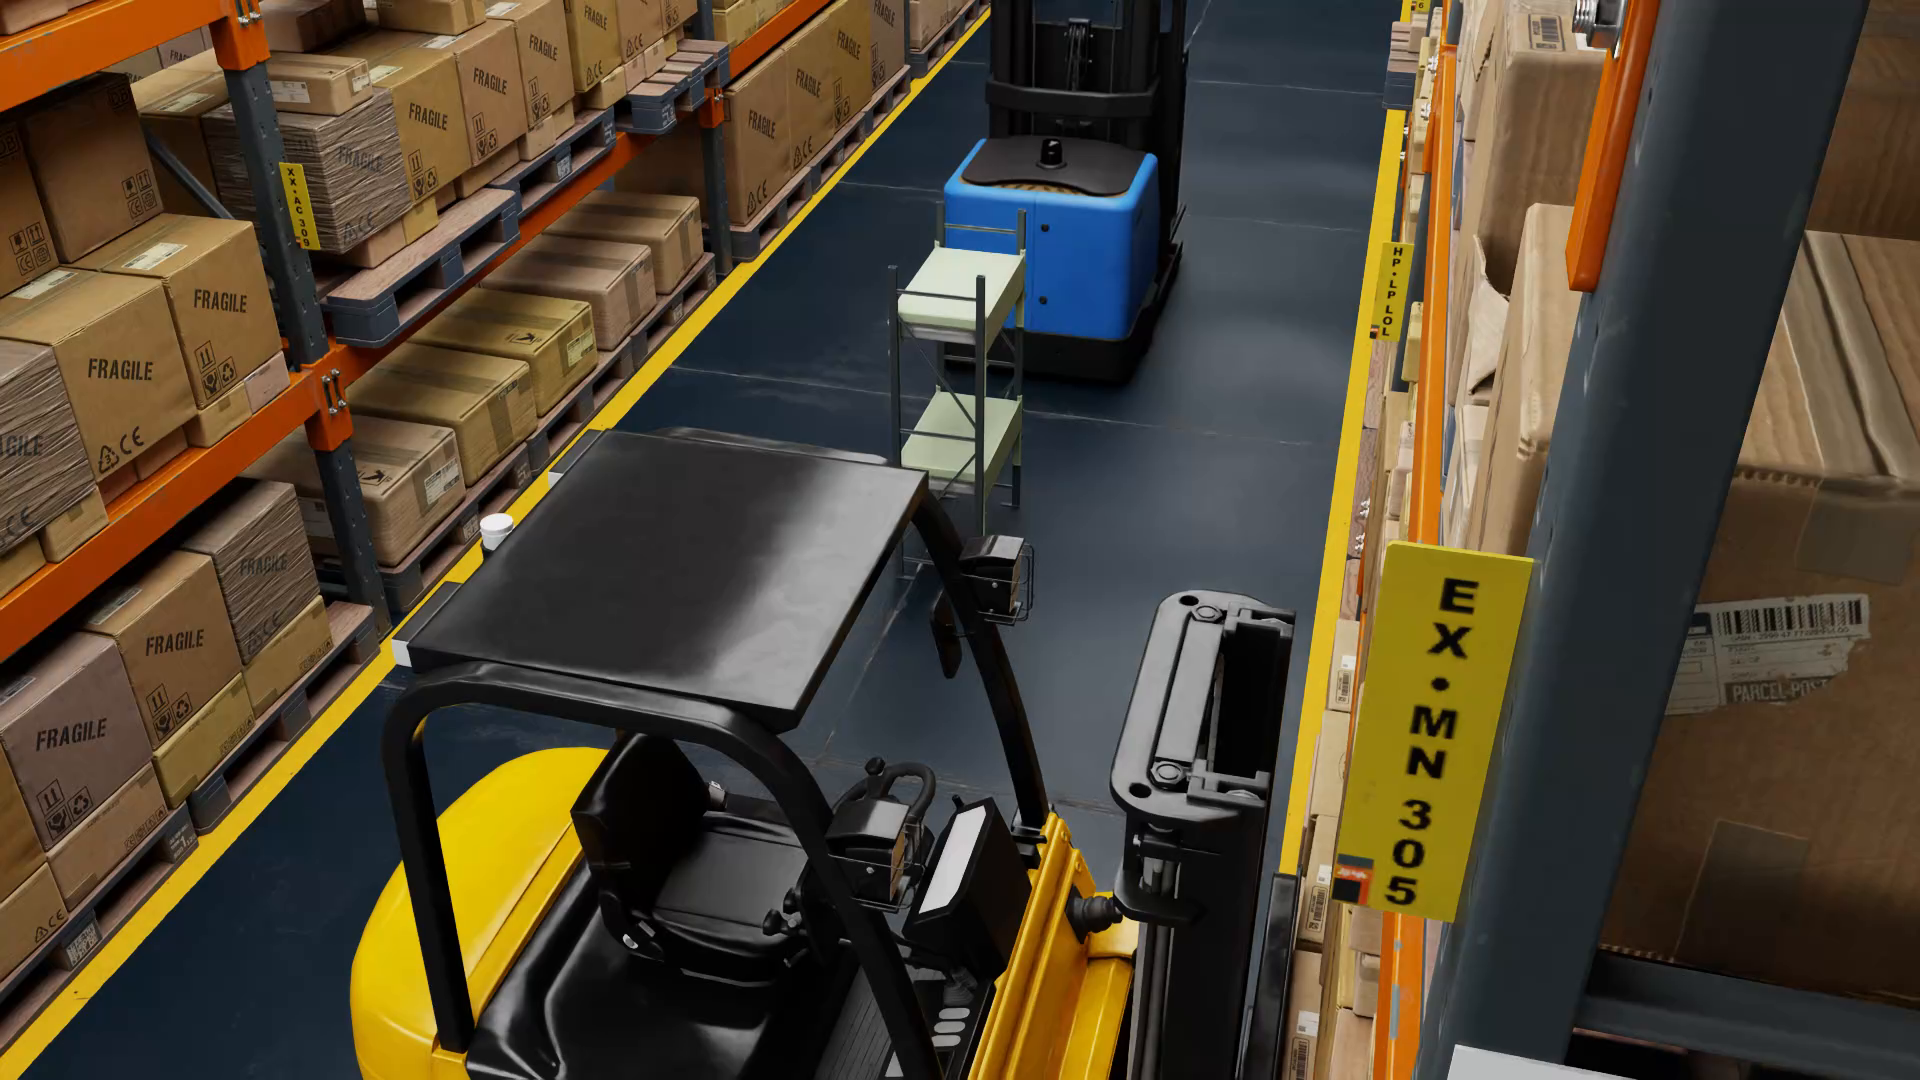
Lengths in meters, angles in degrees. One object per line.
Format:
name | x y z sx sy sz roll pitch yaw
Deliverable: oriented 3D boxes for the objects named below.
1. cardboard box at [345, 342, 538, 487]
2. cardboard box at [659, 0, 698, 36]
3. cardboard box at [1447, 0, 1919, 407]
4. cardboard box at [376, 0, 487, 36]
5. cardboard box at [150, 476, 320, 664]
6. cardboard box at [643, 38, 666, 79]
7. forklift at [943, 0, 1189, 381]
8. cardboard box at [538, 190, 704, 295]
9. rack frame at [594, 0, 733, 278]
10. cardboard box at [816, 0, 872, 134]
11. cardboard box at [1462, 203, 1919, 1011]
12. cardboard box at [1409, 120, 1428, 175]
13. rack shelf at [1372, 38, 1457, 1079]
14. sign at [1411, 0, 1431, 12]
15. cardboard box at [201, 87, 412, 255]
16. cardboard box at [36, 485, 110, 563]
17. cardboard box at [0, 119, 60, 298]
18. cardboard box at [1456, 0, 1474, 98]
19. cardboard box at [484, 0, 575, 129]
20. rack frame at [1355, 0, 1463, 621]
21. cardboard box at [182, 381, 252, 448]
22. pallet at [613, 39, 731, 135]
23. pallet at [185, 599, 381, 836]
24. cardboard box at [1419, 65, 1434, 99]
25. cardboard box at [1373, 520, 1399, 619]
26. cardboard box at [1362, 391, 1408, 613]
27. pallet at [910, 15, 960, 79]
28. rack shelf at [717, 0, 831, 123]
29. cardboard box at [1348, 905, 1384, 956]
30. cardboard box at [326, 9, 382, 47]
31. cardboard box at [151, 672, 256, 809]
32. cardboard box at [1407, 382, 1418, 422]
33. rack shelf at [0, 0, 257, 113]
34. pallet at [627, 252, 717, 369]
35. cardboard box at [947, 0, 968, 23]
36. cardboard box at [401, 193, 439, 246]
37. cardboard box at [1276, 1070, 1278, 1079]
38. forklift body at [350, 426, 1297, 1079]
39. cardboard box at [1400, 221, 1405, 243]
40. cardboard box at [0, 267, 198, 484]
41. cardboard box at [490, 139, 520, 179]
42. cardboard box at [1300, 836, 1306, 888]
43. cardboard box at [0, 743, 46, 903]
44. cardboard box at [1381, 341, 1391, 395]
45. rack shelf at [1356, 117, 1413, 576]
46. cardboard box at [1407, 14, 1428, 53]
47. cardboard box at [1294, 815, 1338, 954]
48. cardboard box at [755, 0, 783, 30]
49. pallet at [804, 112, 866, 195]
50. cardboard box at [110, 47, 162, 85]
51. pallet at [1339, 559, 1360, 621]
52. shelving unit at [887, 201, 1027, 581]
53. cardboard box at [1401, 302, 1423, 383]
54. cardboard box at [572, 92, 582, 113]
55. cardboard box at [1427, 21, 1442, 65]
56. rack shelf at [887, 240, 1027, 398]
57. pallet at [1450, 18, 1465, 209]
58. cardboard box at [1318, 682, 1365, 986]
cardboard box | -2.624 -0.632 8.006 0.950 0.372 0.625 10 34 15
cardboard box | -1.765 -3.064 9.013 0.500 0.500 0.500 7 33 11
cardboard box | 1.087 -0.476 2.329 0.700 0.500 0.500 8 33 13
cardboard box | -2.296 -2.310 7.221 0.380 0.149 0.250 10 34 15
cardboard box | -2.824 0.093 6.281 0.500 0.500 0.500 8 33 12
cardboard box | -1.793 -2.577 8.850 0.380 0.149 0.250 8 33 12
forklift | 0.771 -2.879 9.546 1.130 2.935 3.031 8 33 13
cardboard box | -2.072 -1.770 9.796 0.950 0.372 0.625 6 33 9
rack frame | -1.919 -2.993 9.663 1.000 3.000 0.127 8 33 12
cardboard box | -1.205 -3.547 12.123 0.875 0.875 0.875 9 34 14
cardboard box | 0.730 0.042 1.515 0.500 0.500 0.500 9 34 14
cardboard box | 2.028 -1.582 6.745 0.380 0.149 0.250 7 33 11
rack shelf | 1.361 -0.168 3.093 1.077 0.370 4.000 8 33 12
sign | 2.356 -2.844 8.422 0.100 0.325 0.005 8 33 12
cardboard box | -2.537 -1.467 6.499 0.500 0.500 0.500 9 33 14
cardboard box | -2.975 -0.076 5.307 0.380 0.149 0.250 8 33 12
cardboard box | -3.406 -1.046 5.298 0.700 0.500 0.500 8 33 13
cardboard box | 1.266 -1.033 3.532 0.380 0.149 0.250 9 34 14
cardboard box | -2.152 -2.250 7.731 0.500 0.500 0.500 7 33 10
rack frame | 1.868 -0.244 5.337 1.000 3.000 0.127 8 33 12
cardboard box | -2.777 -0.473 5.932 0.380 0.149 0.250 9 33 13
pallet | -1.996 -2.528 9.109 1.213 0.211 1.003 8 33 12
pallet | -3.070 0.613 6.590 1.003 0.211 1.213 8 33 12
cardboard box | 2.406 -2.010 7.790 0.500 0.250 0.500 9 34 14
cardboard box | 1.227 0.097 4.103 0.380 0.149 0.250 8 33 12
cardboard box | 1.503 -0.091 5.004 0.500 0.500 0.500 7 33 11
pallet | -0.635 -4.276 14.280 1.003 0.211 1.213 8 33 12
rack shelf | -1.411 -3.728 11.488 1.077 0.370 4.000 8 33 12
cardboard box | 0.907 0.635 2.980 0.380 0.149 0.250 9 33 14
cardboard box | -2.777 -2.058 7.429 0.500 0.500 0.500 9 34 14
cardboard box | -2.949 0.687 6.045 0.500 0.250 0.500 7 33 11
cardboard box | 1.533 -0.430 4.933 0.380 0.149 0.250 8 33 12
rack shelf | -3.441 -0.842 4.153 1.077 0.370 4.000 8 33 12
pallet | -2.118 -1.411 9.773 1.003 0.211 1.213 8 33 12
cardboard box | -0.414 -4.941 14.723 0.875 0.438 0.875 7 33 11
cardboard box | -2.416 -1.361 6.938 0.380 0.149 0.250 9 33 13
cardboard box | 1.053 1.520 4.268 0.500 0.250 0.500 8 33 12
forklift body | -0.430 0.958 4.239 2.313 2.155 1.214 8 33 12
cardboard box | 1.869 -0.949 6.121 0.500 0.250 0.500 7 33 11
cardboard box | -2.930 -0.553 5.453 0.500 0.500 0.500 9 34 14
cardboard box | -2.248 -1.774 7.588 0.380 0.149 0.250 8 33 13
cardboard box | 1.311 1.211 5.221 0.500 0.250 0.500 7 33 11
cardboard box | -3.208 0.900 5.010 0.500 0.500 0.500 9 33 13
cardboard box | 1.865 -0.739 6.257 0.500 0.250 0.500 8 33 12
rack shelf | 2.376 -0.978 7.163 1.077 0.370 4.000 8 33 12
cardboard box | 2.679 -2.784 9.176 0.380 0.149 0.250 9 33 13
cardboard box | 1.187 1.050 4.543 0.500 0.250 0.500 9 34 14
cardboard box | -1.438 -3.419 10.471 0.500 0.250 0.500 7 33 11
pallet | -1.334 -2.846 12.031 1.003 0.211 1.213 8 33 12
cardboard box | -6.182 -3.331 12.132 0.500 0.500 0.500 8 33 13
pallet | 2.018 0.545 6.695 1.003 0.211 1.213 8 33 12
shelving unit | -0.002 -0.629 7.342 0.431 1.500 0.755 8 33 12
cardboard box | 1.500 -0.560 4.860 0.380 0.149 0.250 9 33 13
cardboard box | -2.107 -2.189 8.240 0.380 0.149 0.250 8 33 13
cardboard box | 2.451 -2.371 7.986 0.380 0.149 0.250 9 33 13
rack shelf | -0.002 -0.959 7.133 0.431 0.370 0.720 8 33 12
pallet | 1.677 -1.026 3.855 1.003 0.211 1.213 8 33 12
cardboard box | 1.111 0.702 3.756 0.500 0.500 0.500 8 33 13
